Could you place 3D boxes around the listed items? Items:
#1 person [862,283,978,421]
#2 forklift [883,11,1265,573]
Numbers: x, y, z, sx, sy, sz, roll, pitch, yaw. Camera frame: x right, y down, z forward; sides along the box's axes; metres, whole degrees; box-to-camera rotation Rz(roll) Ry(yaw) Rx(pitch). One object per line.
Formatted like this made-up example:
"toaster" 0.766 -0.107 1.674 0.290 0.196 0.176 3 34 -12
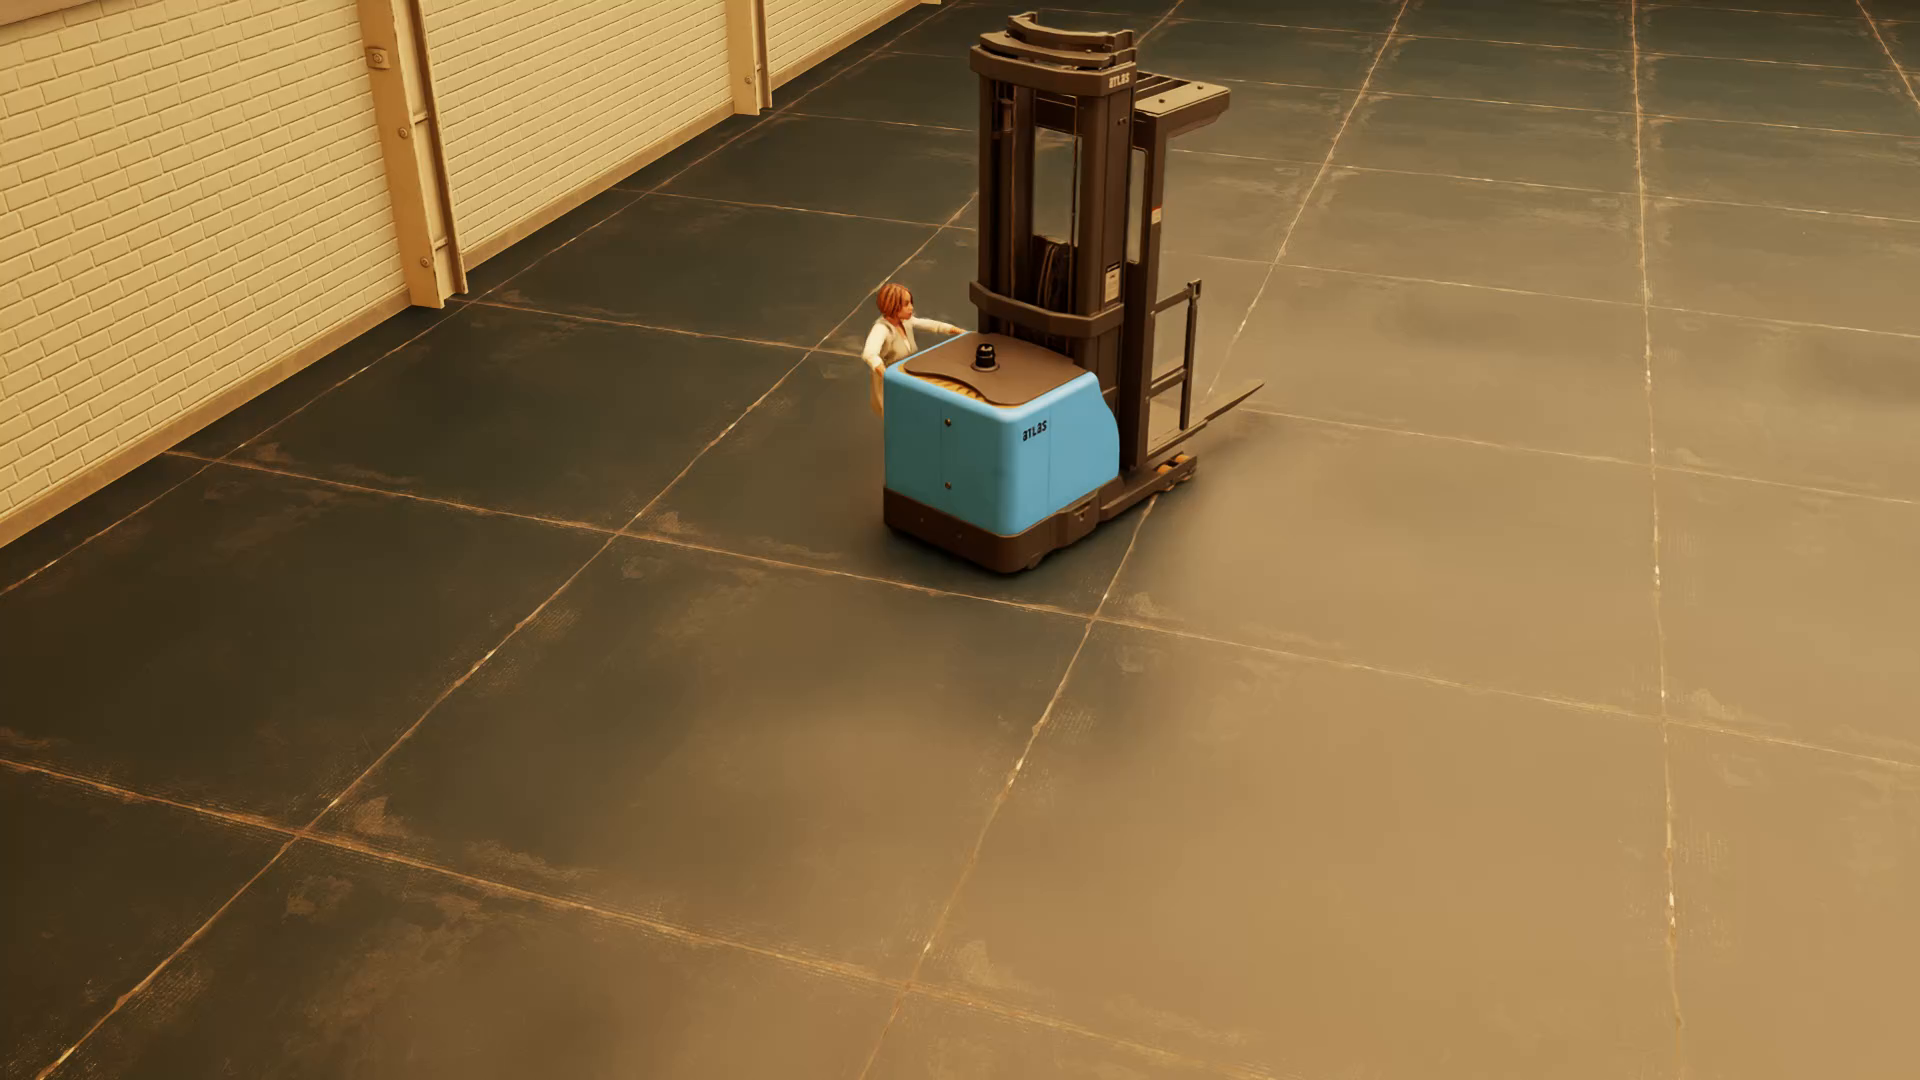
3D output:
"person" -0.203 -0.885 10.250 0.754 1.365 0.906 8 31 13
"forklift" 0.882 -1.733 10.177 1.130 2.935 3.031 23 37 35
